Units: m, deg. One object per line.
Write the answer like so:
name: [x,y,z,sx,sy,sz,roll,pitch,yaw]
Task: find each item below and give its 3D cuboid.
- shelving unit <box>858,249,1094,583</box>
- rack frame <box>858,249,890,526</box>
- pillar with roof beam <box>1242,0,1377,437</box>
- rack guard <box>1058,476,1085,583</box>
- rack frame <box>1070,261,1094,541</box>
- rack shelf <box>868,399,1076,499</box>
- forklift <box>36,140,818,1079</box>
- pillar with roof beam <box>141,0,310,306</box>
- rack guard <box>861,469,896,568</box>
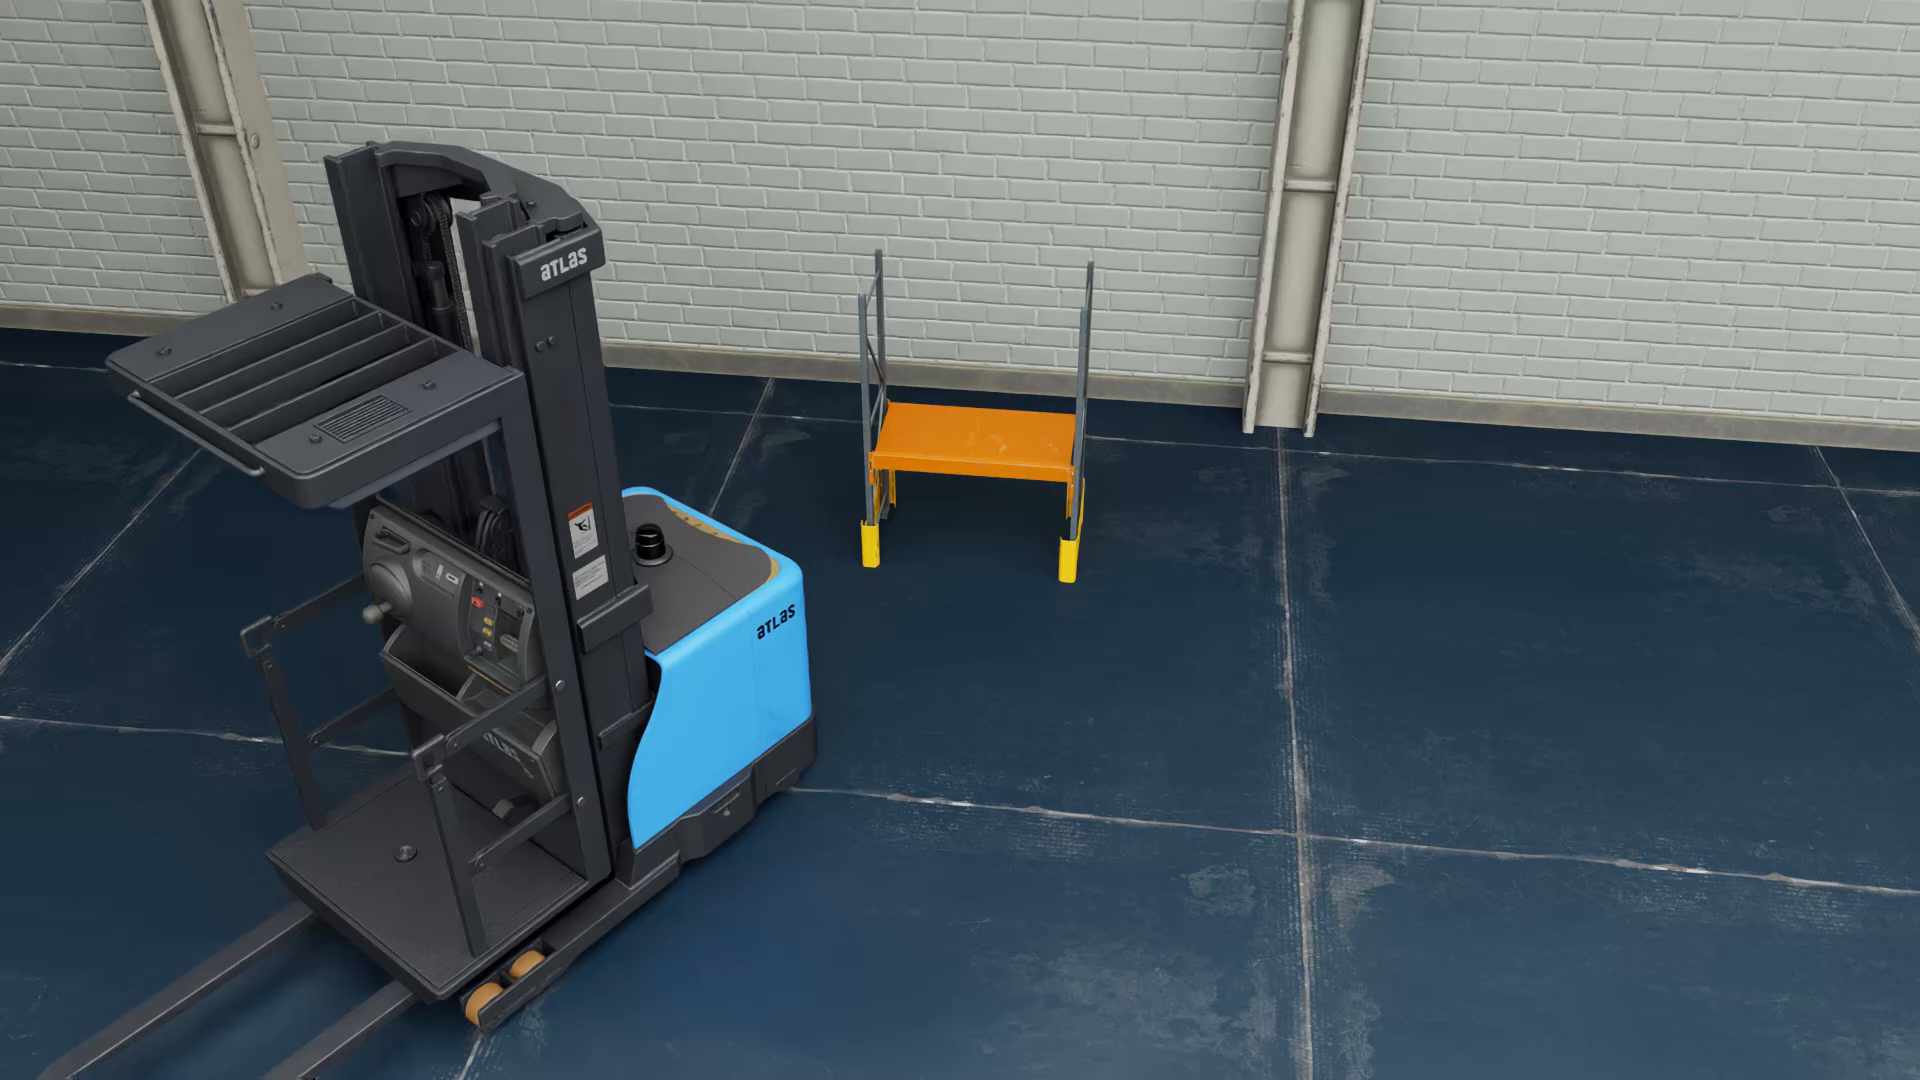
shelving unit: [0.076,-0.605,8.163,1.083,1.500,0.587,4,36,6]
rack frame: [-0.420,-0.642,8.215,0.032,1.500,0.500,4,36,6]
pillar with roof beam: [1.279,-1.868,3.478,0.400,9.000,9.100,4,36,6]
rack guard: [0.570,-0.059,8.475,0.087,0.250,0.587,4,36,6]
rack frame: [0.589,-0.567,8.110,0.032,1.500,0.500,4,36,6]
rack shelf: [0.085,-0.458,8.267,1.000,0.185,0.538,4,36,6]
forklift: [-1.931,0.269,5.707,1.130,2.935,3.031,25,43,31]
pillar with roof beam: [-4.673,-2.312,4.100,0.400,9.000,9.100,4,36,6]
rack guard: [-0.418,-0.133,8.578,0.087,0.250,0.587,4,36,6]
